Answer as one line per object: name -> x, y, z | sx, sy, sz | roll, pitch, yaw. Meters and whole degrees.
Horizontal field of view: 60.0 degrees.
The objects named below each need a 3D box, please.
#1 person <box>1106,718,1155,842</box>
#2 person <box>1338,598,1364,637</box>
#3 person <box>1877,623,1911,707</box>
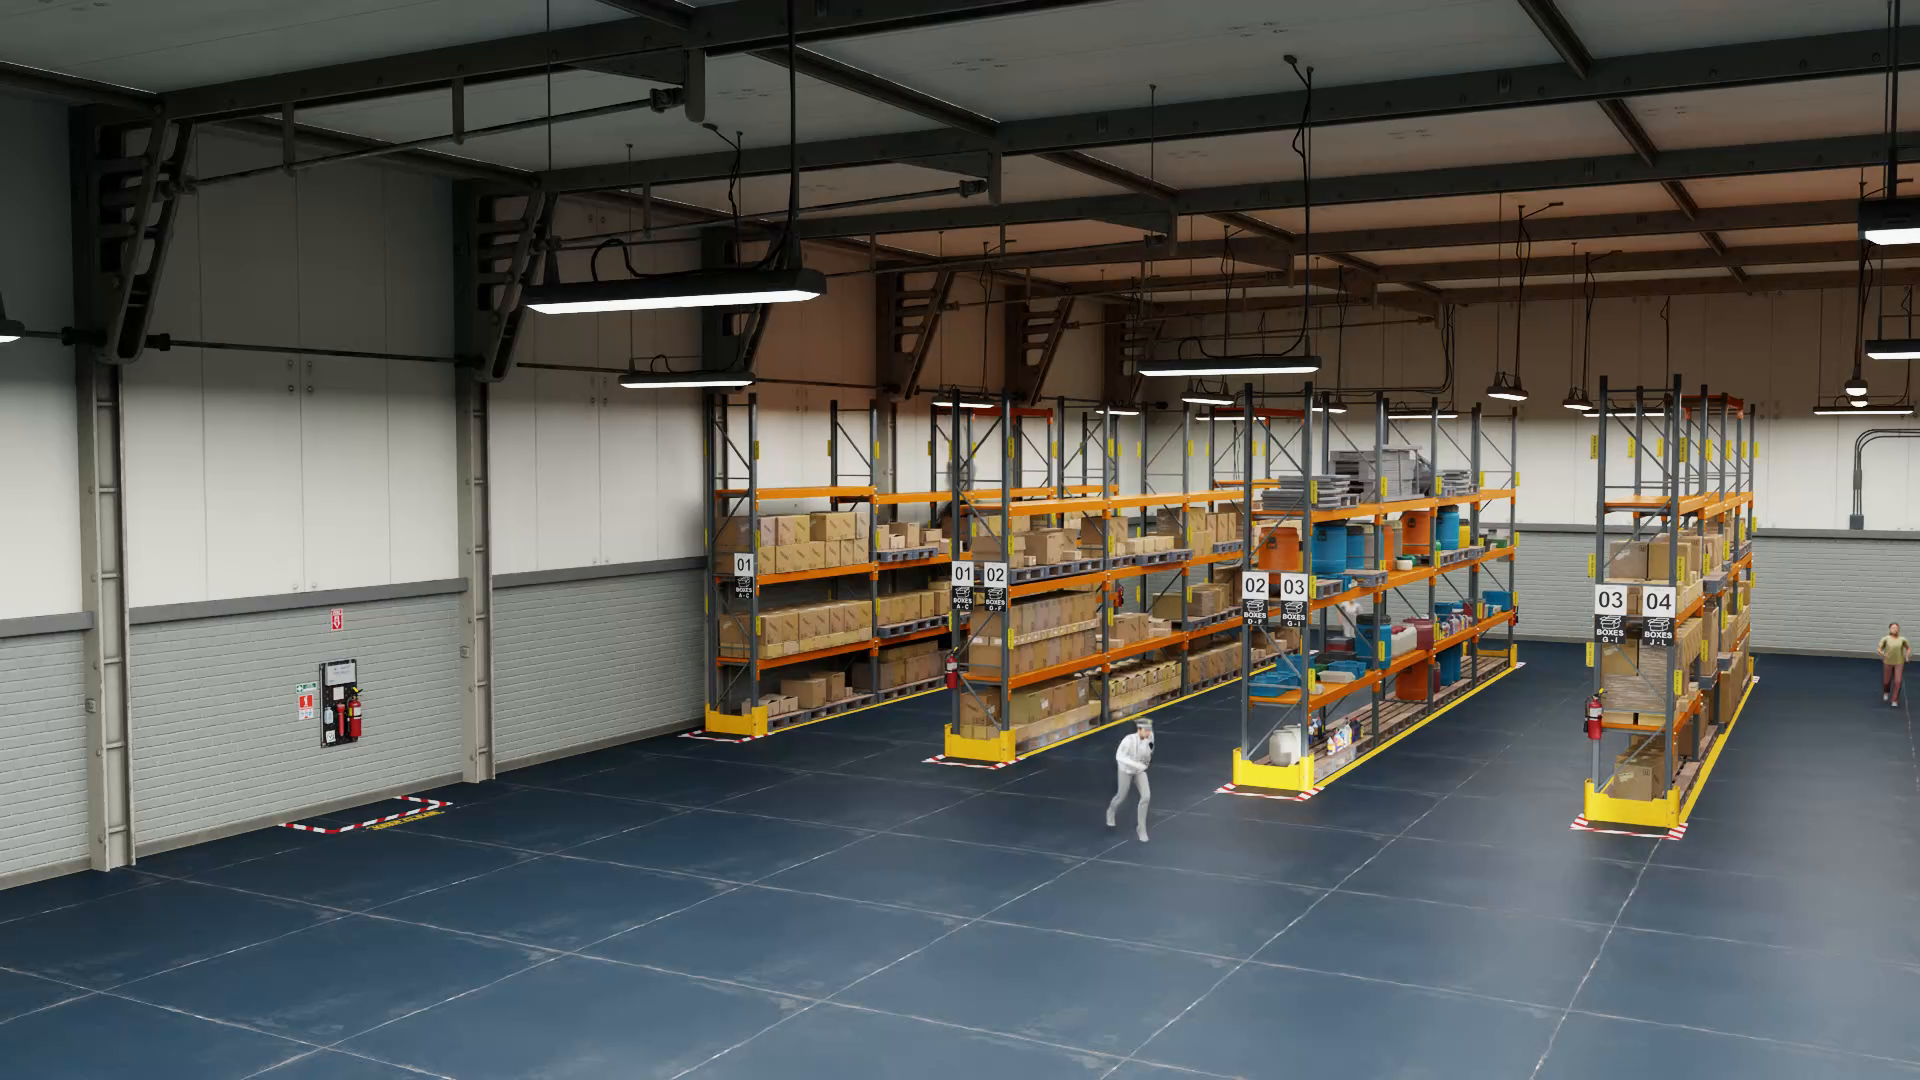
person -> 2.212, 3.069, 21.625 | 0.658, 1.624, 0.963 | -2, 4, -28
person -> 9.278, 2.054, 39.478 | 0.595, 1.672, 0.878 | 1, 3, 10
person -> 18.274, 2.428, 32.526 | 0.588, 1.628, 0.758 | 1, 3, 24
